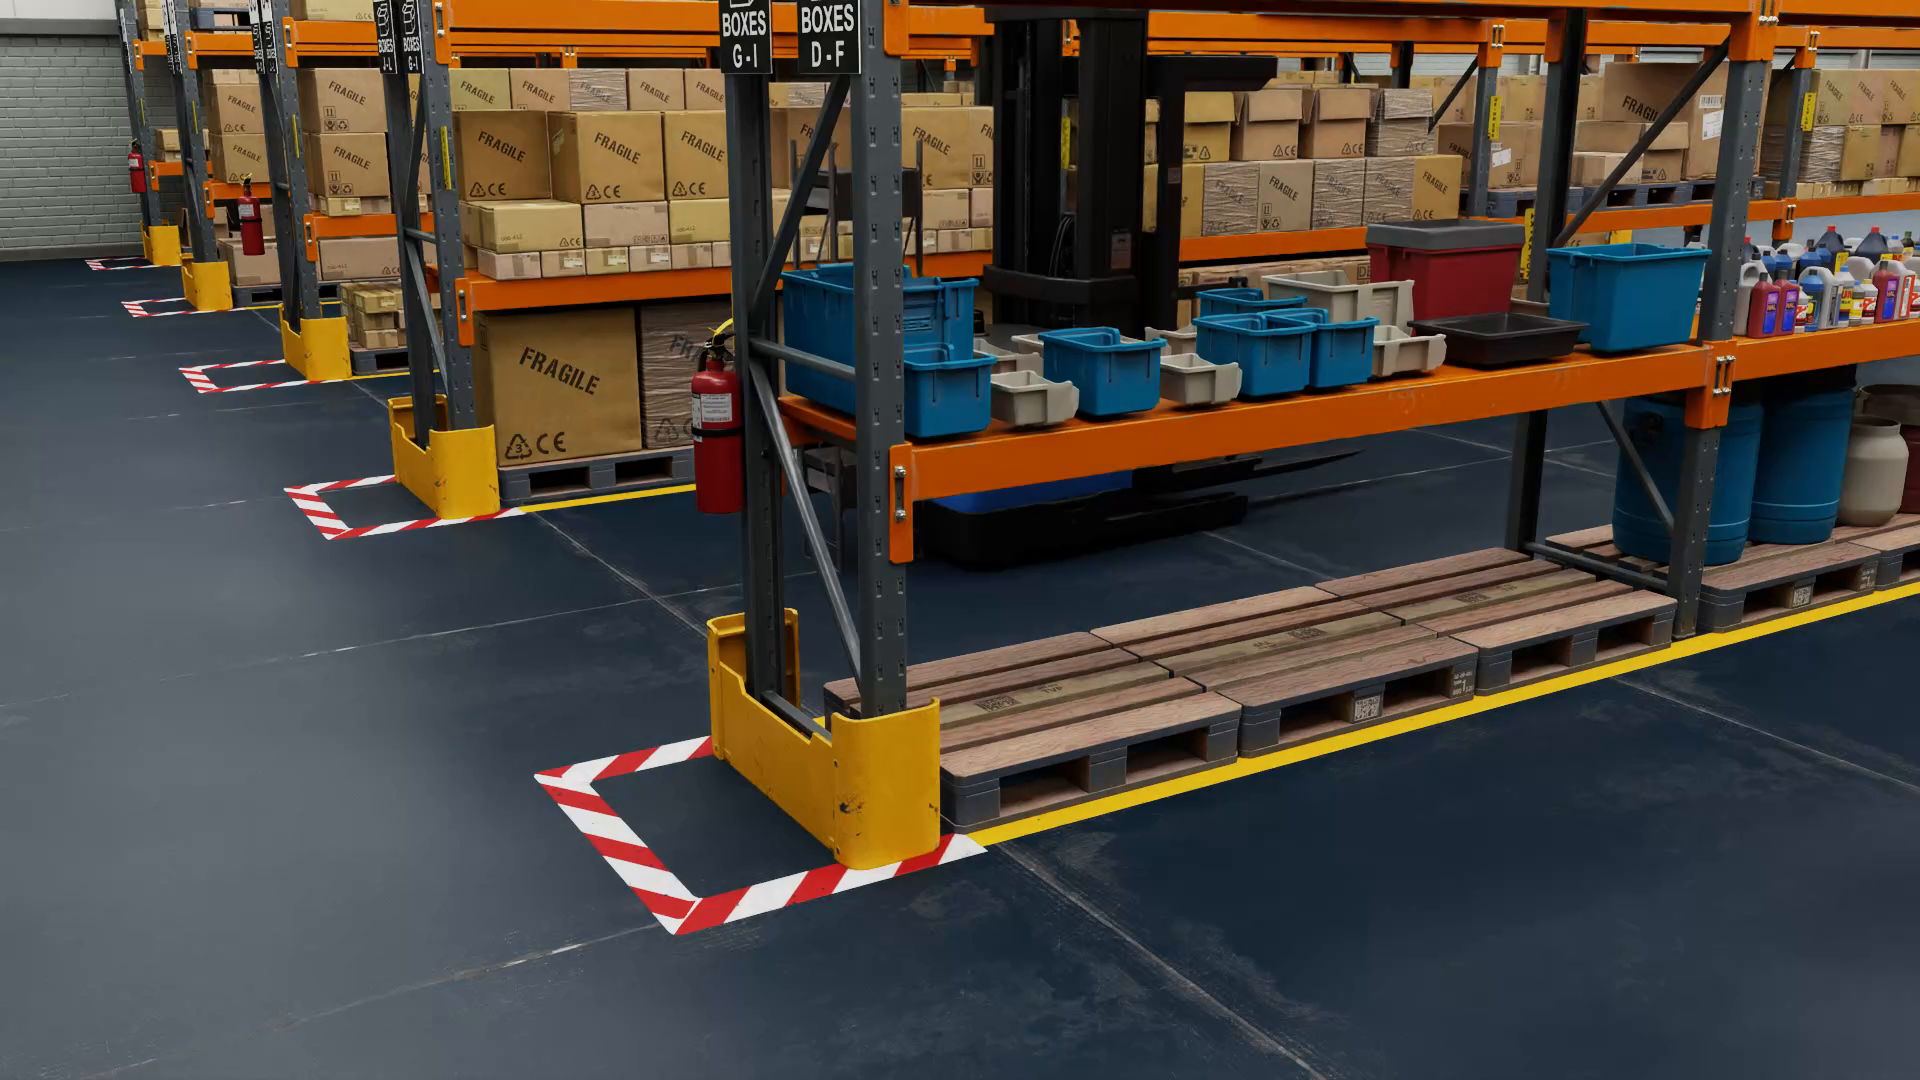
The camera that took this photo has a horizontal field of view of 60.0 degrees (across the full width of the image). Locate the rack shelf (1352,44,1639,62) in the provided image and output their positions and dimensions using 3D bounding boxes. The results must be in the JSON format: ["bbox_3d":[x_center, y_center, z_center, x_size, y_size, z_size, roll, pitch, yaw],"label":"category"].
[{"bbox_3d":[6.507,-5.918,20.242,4.000,0.370,1.077,-9,18,-30],"label":"rack shelf"}]

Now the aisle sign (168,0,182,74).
[{"bbox_3d":[-8.041,-5.180,17.016,0.004,0.787,0.394,-9,18,-30],"label":"aisle sign"}]

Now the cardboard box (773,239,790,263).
[{"bbox_3d":[-1.233,-1.779,10.164,0.250,0.149,0.380,-10,18,-31],"label":"cardboard box"}]

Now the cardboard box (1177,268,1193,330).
[{"bbox_3d":[0.942,-1.542,12.010,0.875,0.875,1.225,-9,18,-30],"label":"cardboard box"}]

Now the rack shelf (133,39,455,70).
[{"bbox_3d":[-8.974,-6.530,22.421,4.000,0.370,1.077,-9,18,-30],"label":"rack shelf"}]

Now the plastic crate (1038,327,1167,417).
[{"bbox_3d":[0.471,-0.565,5.567,0.300,0.233,0.416,-9,18,-30],"label":"plastic crate"}]

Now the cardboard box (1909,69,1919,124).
[{"bbox_3d":[9.057,-4.269,15.992,0.500,0.500,0.500,-9,18,-30],"label":"cardboard box"}]

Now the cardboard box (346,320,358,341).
[{"bbox_3d":[-5.149,-1.825,14.368,0.250,0.149,0.380,-9,18,-29],"label":"cardboard box"}]

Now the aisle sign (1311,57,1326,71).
[{"bbox_3d":[5.479,-7.562,25.512,0.004,0.787,0.394,-9,18,-30],"label":"aisle sign"}]

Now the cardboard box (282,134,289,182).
[{"bbox_3d":[-7.150,-4.131,17.904,0.500,0.500,0.500,-10,18,-31],"label":"cardboard box"}]

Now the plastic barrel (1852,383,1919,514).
[{"bbox_3d":[5.004,-0.491,8.794,0.708,0.588,0.600,-9,18,-30],"label":"plastic barrel"}]

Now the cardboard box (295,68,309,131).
[{"bbox_3d":[-5.229,-3.668,13.850,0.500,0.500,0.500,-10,18,-31],"label":"cardboard box"}]

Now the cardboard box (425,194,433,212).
[{"bbox_3d":[-4.440,-2.860,14.022,0.250,0.149,0.380,-8,18,-27],"label":"cardboard box"}]

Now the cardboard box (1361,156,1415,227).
[{"bbox_3d":[3.106,-2.679,12.725,0.500,0.500,0.500,-9,18,-30],"label":"cardboard box"}]

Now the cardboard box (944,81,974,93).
[{"bbox_3d":[-0.014,-6.116,22.456,0.250,0.149,0.380,-10,19,-32],"label":"cardboard box"}]

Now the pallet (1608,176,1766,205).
[{"bbox_3d":[6.531,-3.216,15.181,1.213,0.211,1.003,-9,18,-30],"label":"pallet"}]

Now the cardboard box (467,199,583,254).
[{"bbox_3d":[-2.475,-1.788,9.458,0.500,0.250,0.500,-10,18,-31],"label":"cardboard box"}]

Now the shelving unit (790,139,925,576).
[{"bbox_3d":[-0.501,-0.917,8.290,0.503,2.100,0.431,-11,19,-33],"label":"shelving unit"}]

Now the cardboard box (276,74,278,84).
[{"bbox_3d":[-7.212,-4.895,17.577,0.250,0.149,0.380,-9,18,-28],"label":"cardboard box"}]

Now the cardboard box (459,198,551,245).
[{"bbox_3d":[-2.747,-1.913,9.902,0.500,0.250,0.500,-10,18,-31],"label":"cardboard box"}]

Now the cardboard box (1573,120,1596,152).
[{"bbox_3d":[7.467,-5.027,21.009,0.550,0.550,0.875,-9,18,-30],"label":"cardboard box"}]

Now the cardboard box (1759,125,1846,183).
[{"bbox_3d":[7.678,-3.621,15.532,0.500,0.500,0.875,-9,18,-30],"label":"cardboard box"}]

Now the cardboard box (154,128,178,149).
[{"bbox_3d":[-10.431,-5.350,22.165,0.500,0.250,0.500,-9,18,-28],"label":"cardboard box"}]

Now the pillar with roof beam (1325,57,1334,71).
[{"bbox_3d":[9.326,-10.216,28.683,0.400,9.000,9.100,-9,18,-30],"label":"pillar with roof beam"}]

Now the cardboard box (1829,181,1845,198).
[{"bbox_3d":[8.021,-3.293,15.566,0.250,0.149,0.380,-9,18,-30],"label":"cardboard box"}]

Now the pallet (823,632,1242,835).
[{"bbox_3d":[0.252,0.670,6.128,1.213,0.211,1.003,-9,18,-30],"label":"pallet"}]

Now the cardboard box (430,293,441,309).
[{"bbox_3d":[-4.413,-2.056,14.089,0.250,0.149,0.380,-9,18,-30],"label":"cardboard box"}]

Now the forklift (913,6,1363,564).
[{"bbox_3d":[0.989,-1.577,9.106,3.031,2.935,1.130,-11,19,-33],"label":"forklift"}]

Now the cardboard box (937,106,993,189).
[{"bbox_3d":[0.147,-2.575,10.877,0.500,0.500,0.500,-9,18,-28],"label":"cardboard box"}]

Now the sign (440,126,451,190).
[{"bbox_3d":[-2.745,-2.039,8.874,0.005,0.325,0.100,-9,18,-30],"label":"sign"}]

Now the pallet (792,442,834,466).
[{"bbox_3d":[-1.336,-0.668,10.901,1.213,0.211,1.003,-9,18,-30],"label":"pallet"}]

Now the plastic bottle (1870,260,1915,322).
[{"bbox_3d":[4.341,-1.168,7.749,0.135,0.276,0.152,-9,18,-30],"label":"plastic bottle"}]

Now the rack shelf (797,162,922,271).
[{"bbox_3d":[-0.501,-1.578,8.105,0.480,0.518,0.431,-11,19,-33],"label":"rack shelf"}]

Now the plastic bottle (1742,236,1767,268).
[{"bbox_3d":[3.806,-1.295,8.064,0.185,0.351,0.144,-9,18,-30],"label":"plastic bottle"}]

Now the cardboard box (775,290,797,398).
[{"bbox_3d":[-0.975,-1.250,10.969,0.875,0.875,0.875,-9,18,-30],"label":"cardboard box"}]

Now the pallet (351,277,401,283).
[{"bbox_3d":[-6.439,-2.961,19.081,1.213,0.211,1.003,-9,18,-30],"label":"pallet"}]

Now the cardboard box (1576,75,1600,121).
[{"bbox_3d":[7.460,-5.550,20.874,0.550,0.550,0.875,-9,18,-30],"label":"cardboard box"}]

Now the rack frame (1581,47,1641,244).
[{"bbox_3d":[8.222,-5.099,21.541,0.127,3.000,1.000,-9,18,-30],"label":"rack frame"}]

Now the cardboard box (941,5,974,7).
[{"bbox_3d":[0.153,-5.200,16.159,0.500,0.500,0.500,-9,18,-30],"label":"cardboard box"}]

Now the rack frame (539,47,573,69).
[{"bbox_3d":[-4.700,-4.562,19.626,0.127,3.000,1.000,-9,18,-30],"label":"rack frame"}]

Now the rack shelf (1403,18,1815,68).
[{"bbox_3d":[5.546,-4.201,14.114,4.000,0.370,1.077,-9,18,-30],"label":"rack shelf"}]

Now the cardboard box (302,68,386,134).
[{"bbox_3d":[-4.972,-3.548,13.422,0.500,0.500,0.500,-9,18,-30],"label":"cardboard box"}]

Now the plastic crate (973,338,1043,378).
[{"bbox_3d":[0.131,-0.624,5.956,0.243,0.136,0.396,-9,18,-30],"label":"plastic crate"}]

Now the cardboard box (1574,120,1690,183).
[{"bbox_3d":[5.822,-3.371,14.407,0.637,0.503,0.797,-7,17,-24],"label":"cardboard box"}]

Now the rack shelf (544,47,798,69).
[{"bbox_3d":[-2.986,-5.938,20.310,4.000,0.370,1.077,-9,18,-30],"label":"rack shelf"}]

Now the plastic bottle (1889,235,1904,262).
[{"bbox_3d":[5.023,-1.507,8.967,0.097,0.271,0.097,0,16,0],"label":"plastic bottle"}]

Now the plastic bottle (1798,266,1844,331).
[{"bbox_3d":[3.861,-1.090,7.472,0.135,0.276,0.152,-9,18,-30],"label":"plastic bottle"}]

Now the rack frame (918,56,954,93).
[{"bbox_3d":[-0.402,-6.822,27.688,0.127,3.000,1.000,-9,18,-30],"label":"rack frame"}]

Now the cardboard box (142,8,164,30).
[{"bbox_3d":[-10.167,-6.667,21.307,0.500,0.250,0.500,-9,18,-30],"label":"cardboard box"}]

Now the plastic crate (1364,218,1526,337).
[{"bbox_3d":[2.060,-1.117,7.106,0.583,0.464,0.402,-9,18,-30],"label":"plastic crate"}]

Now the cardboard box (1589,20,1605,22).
[{"bbox_3d":[4.806,-4.275,13.323,0.500,0.250,0.500,-9,18,-28],"label":"cardboard box"}]

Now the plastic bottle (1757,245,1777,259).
[{"bbox_3d":[3.986,-1.332,8.335,0.135,0.276,0.152,-9,18,-30],"label":"plastic bottle"}]
